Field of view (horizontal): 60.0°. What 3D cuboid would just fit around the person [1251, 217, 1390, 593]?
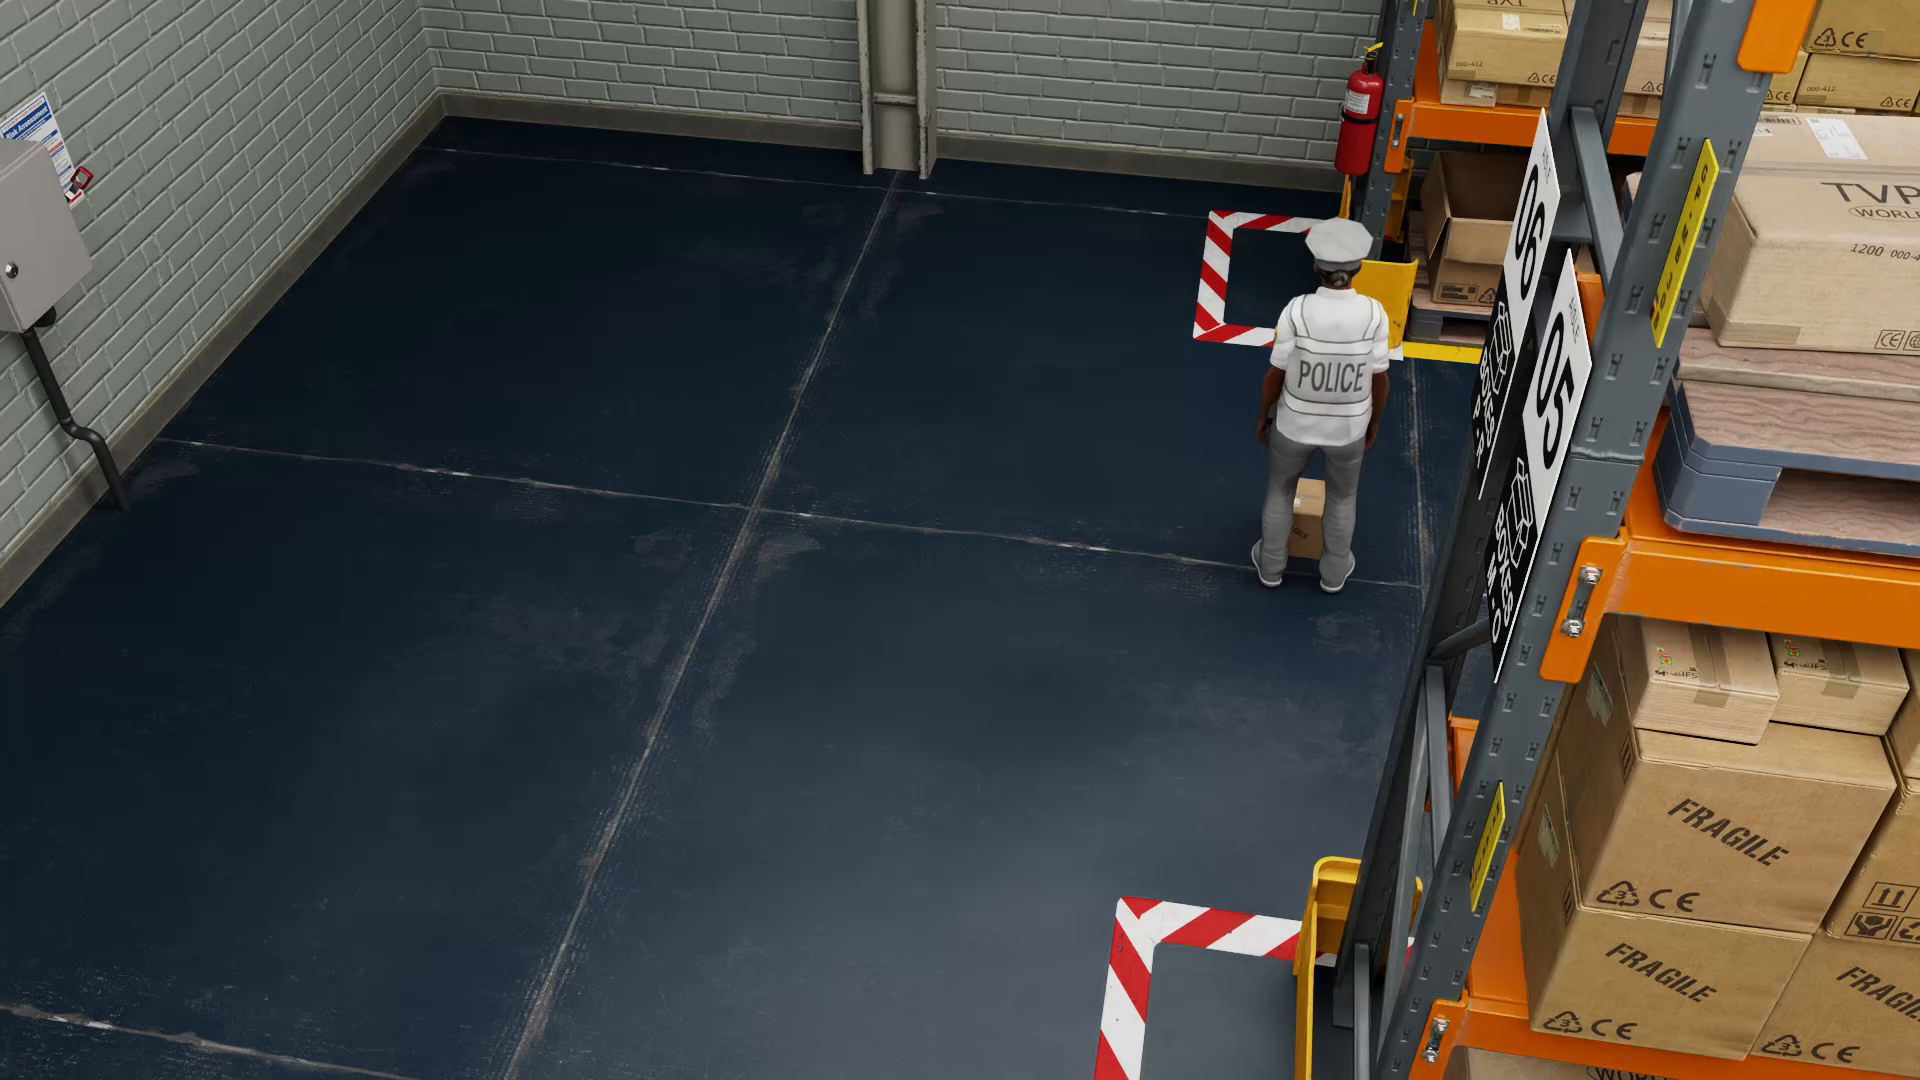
[{"bbox_3d":[1.460,-0.480,6.715,0.523,1.658,0.395,4,41,5],"label":"person"}]
